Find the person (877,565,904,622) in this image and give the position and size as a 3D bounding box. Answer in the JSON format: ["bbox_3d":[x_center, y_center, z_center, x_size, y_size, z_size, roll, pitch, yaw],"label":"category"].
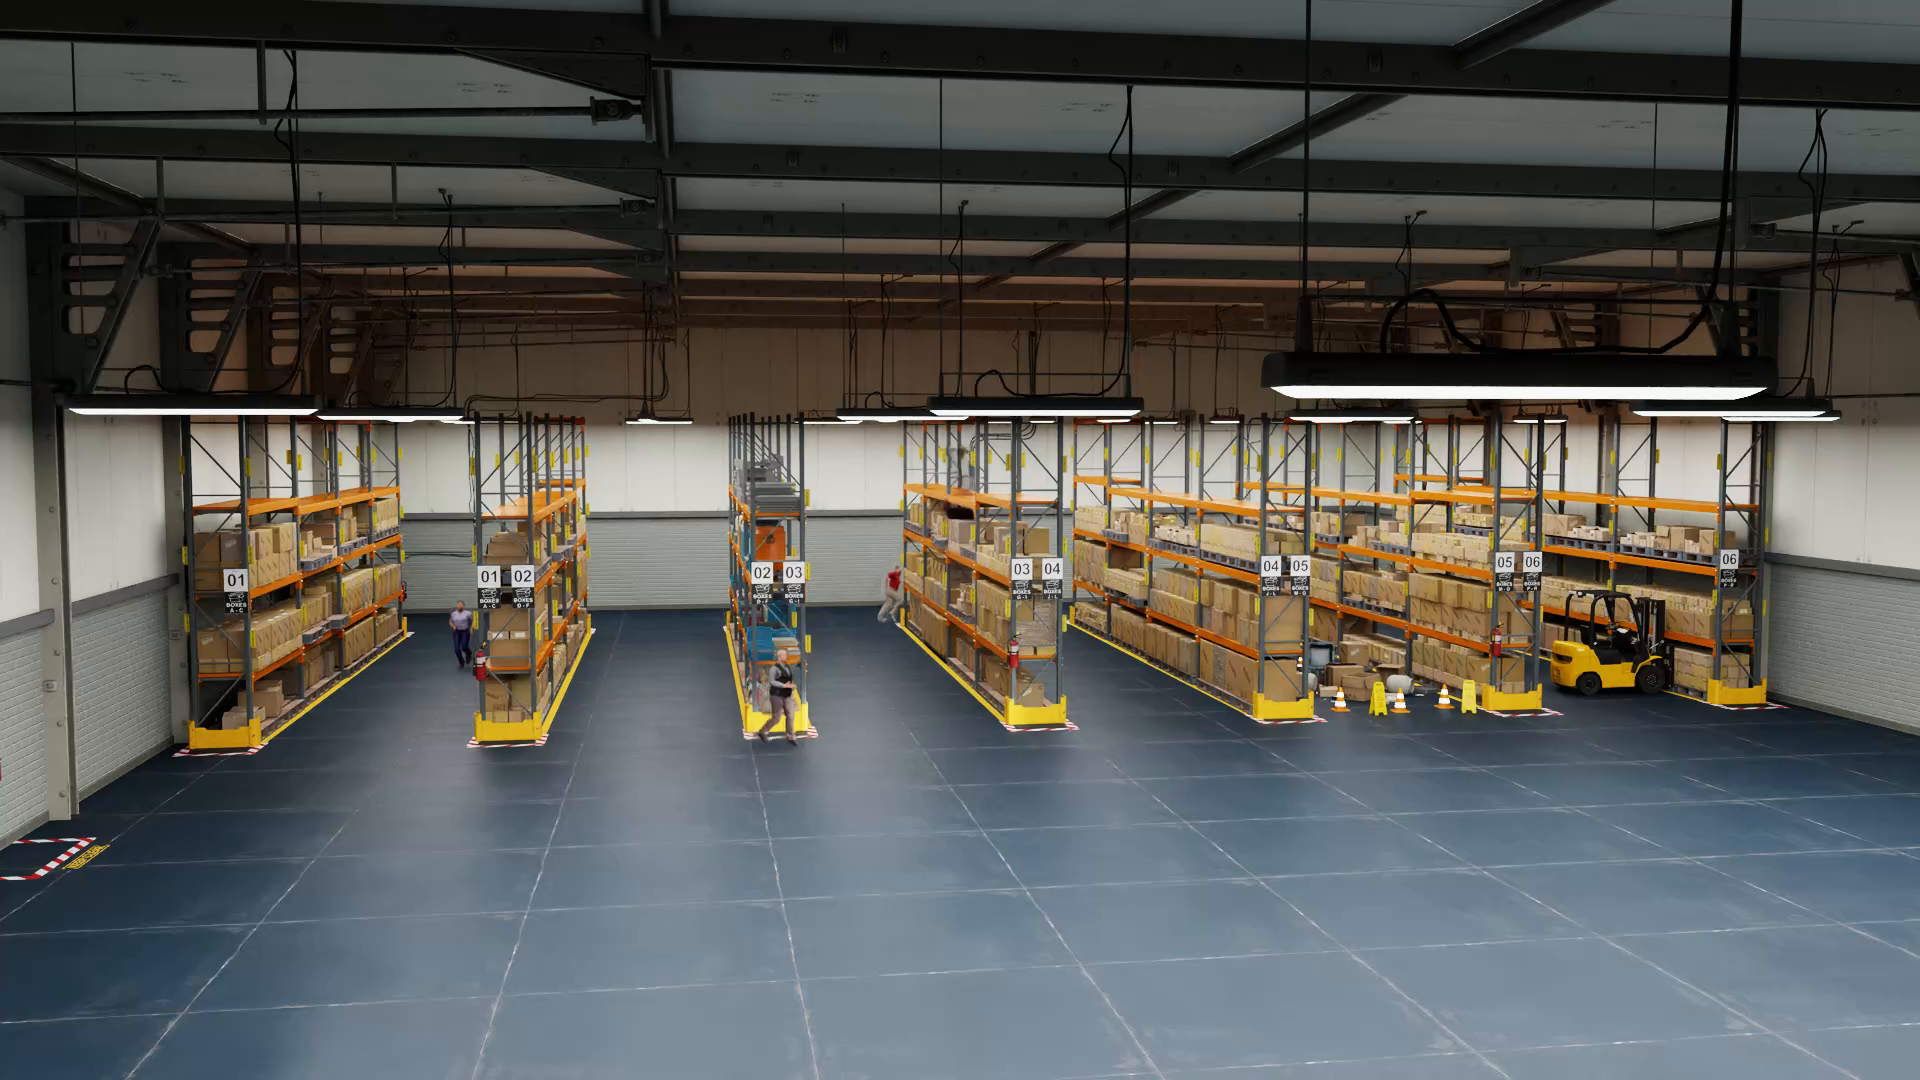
[{"bbox_3d":[-1.983,1.569,48.754,0.923,1.678,0.642,0,4,-5],"label":"person"}]

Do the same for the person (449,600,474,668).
[{"bbox_3d":[-11.829,2.243,39.443,0.599,1.608,0.539,0,4,-3],"label":"person"}]

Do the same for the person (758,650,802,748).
[{"bbox_3d":[-3.225,2.875,29.798,0.846,1.680,0.673,2,4,29],"label":"person"}]
